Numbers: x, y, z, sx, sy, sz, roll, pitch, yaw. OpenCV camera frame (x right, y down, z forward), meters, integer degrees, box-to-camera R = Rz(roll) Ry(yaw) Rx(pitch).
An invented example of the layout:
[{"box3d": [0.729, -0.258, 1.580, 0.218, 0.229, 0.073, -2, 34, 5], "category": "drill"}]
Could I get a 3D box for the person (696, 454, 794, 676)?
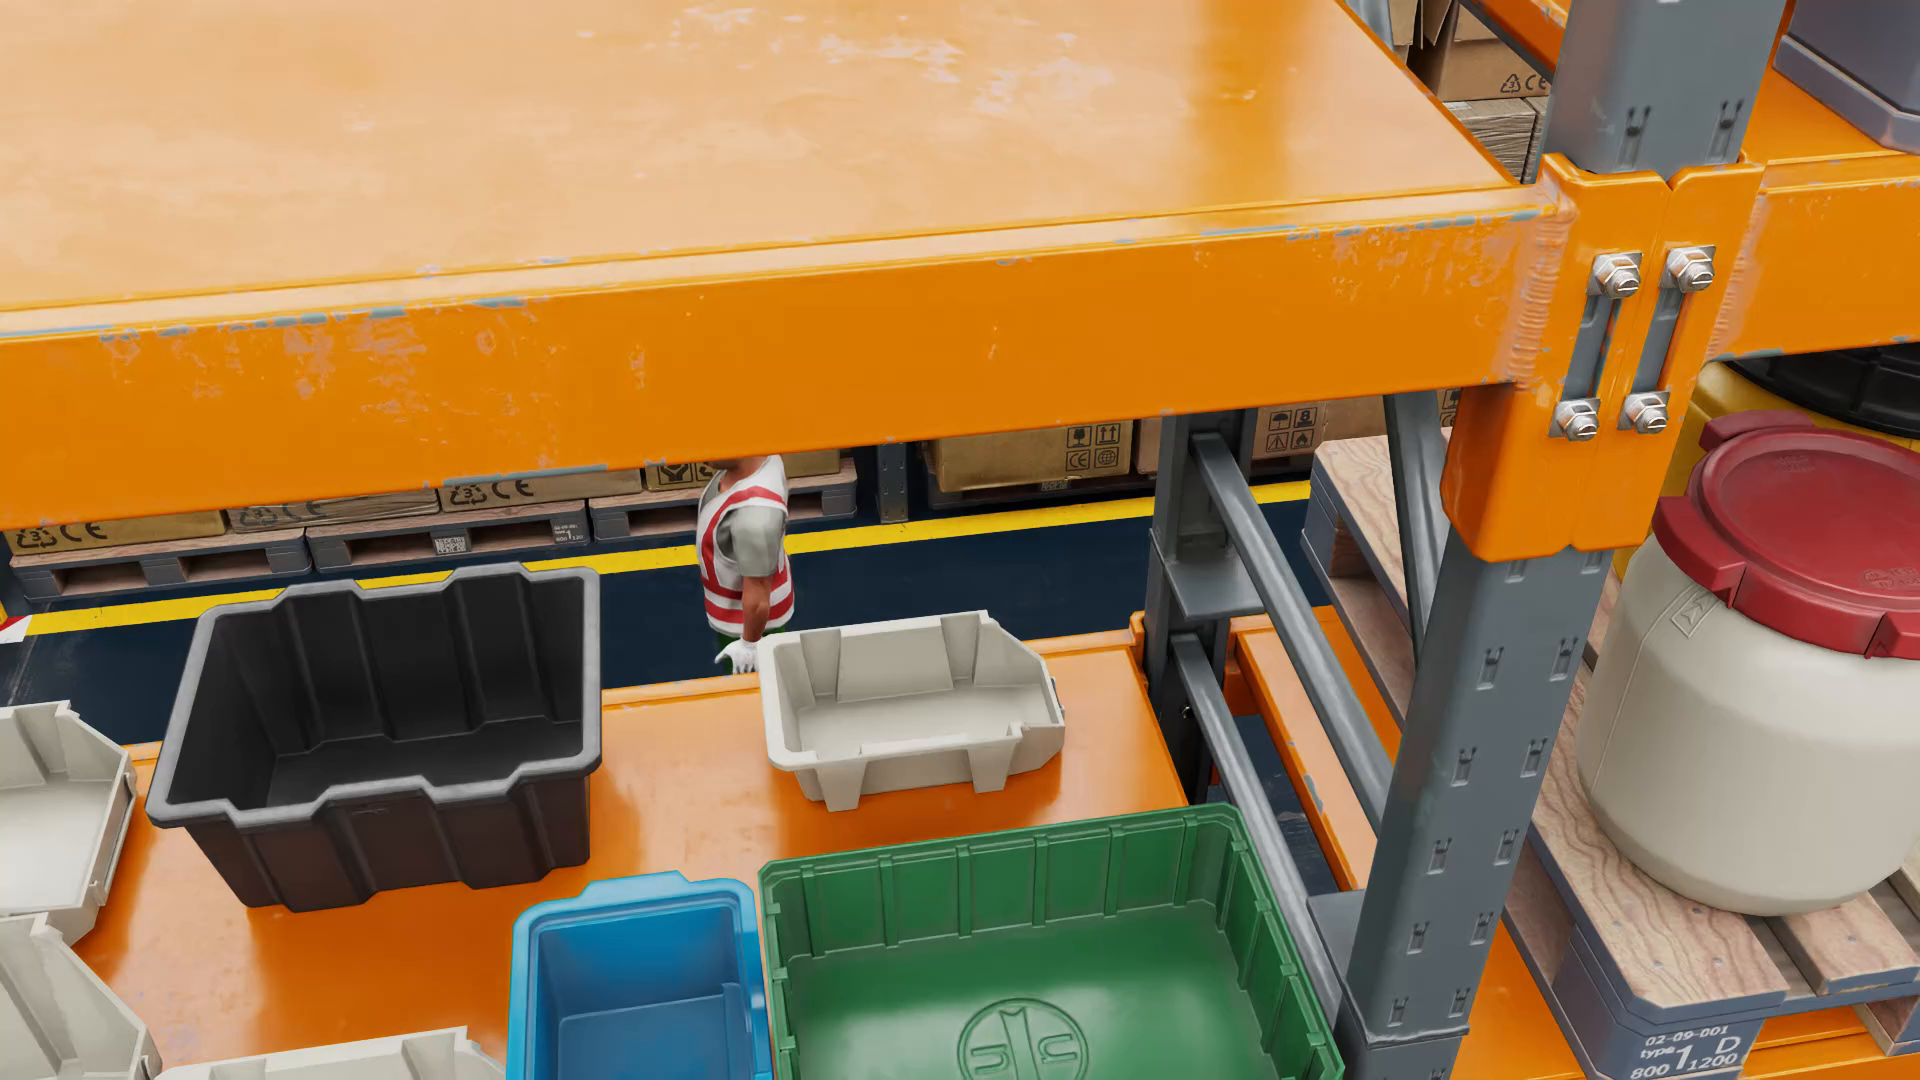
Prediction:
[{"box3d": [-0.738, 0.234, 5.836, 0.336, 1.788, 0.524, -5, 39, -7], "category": "person"}]
